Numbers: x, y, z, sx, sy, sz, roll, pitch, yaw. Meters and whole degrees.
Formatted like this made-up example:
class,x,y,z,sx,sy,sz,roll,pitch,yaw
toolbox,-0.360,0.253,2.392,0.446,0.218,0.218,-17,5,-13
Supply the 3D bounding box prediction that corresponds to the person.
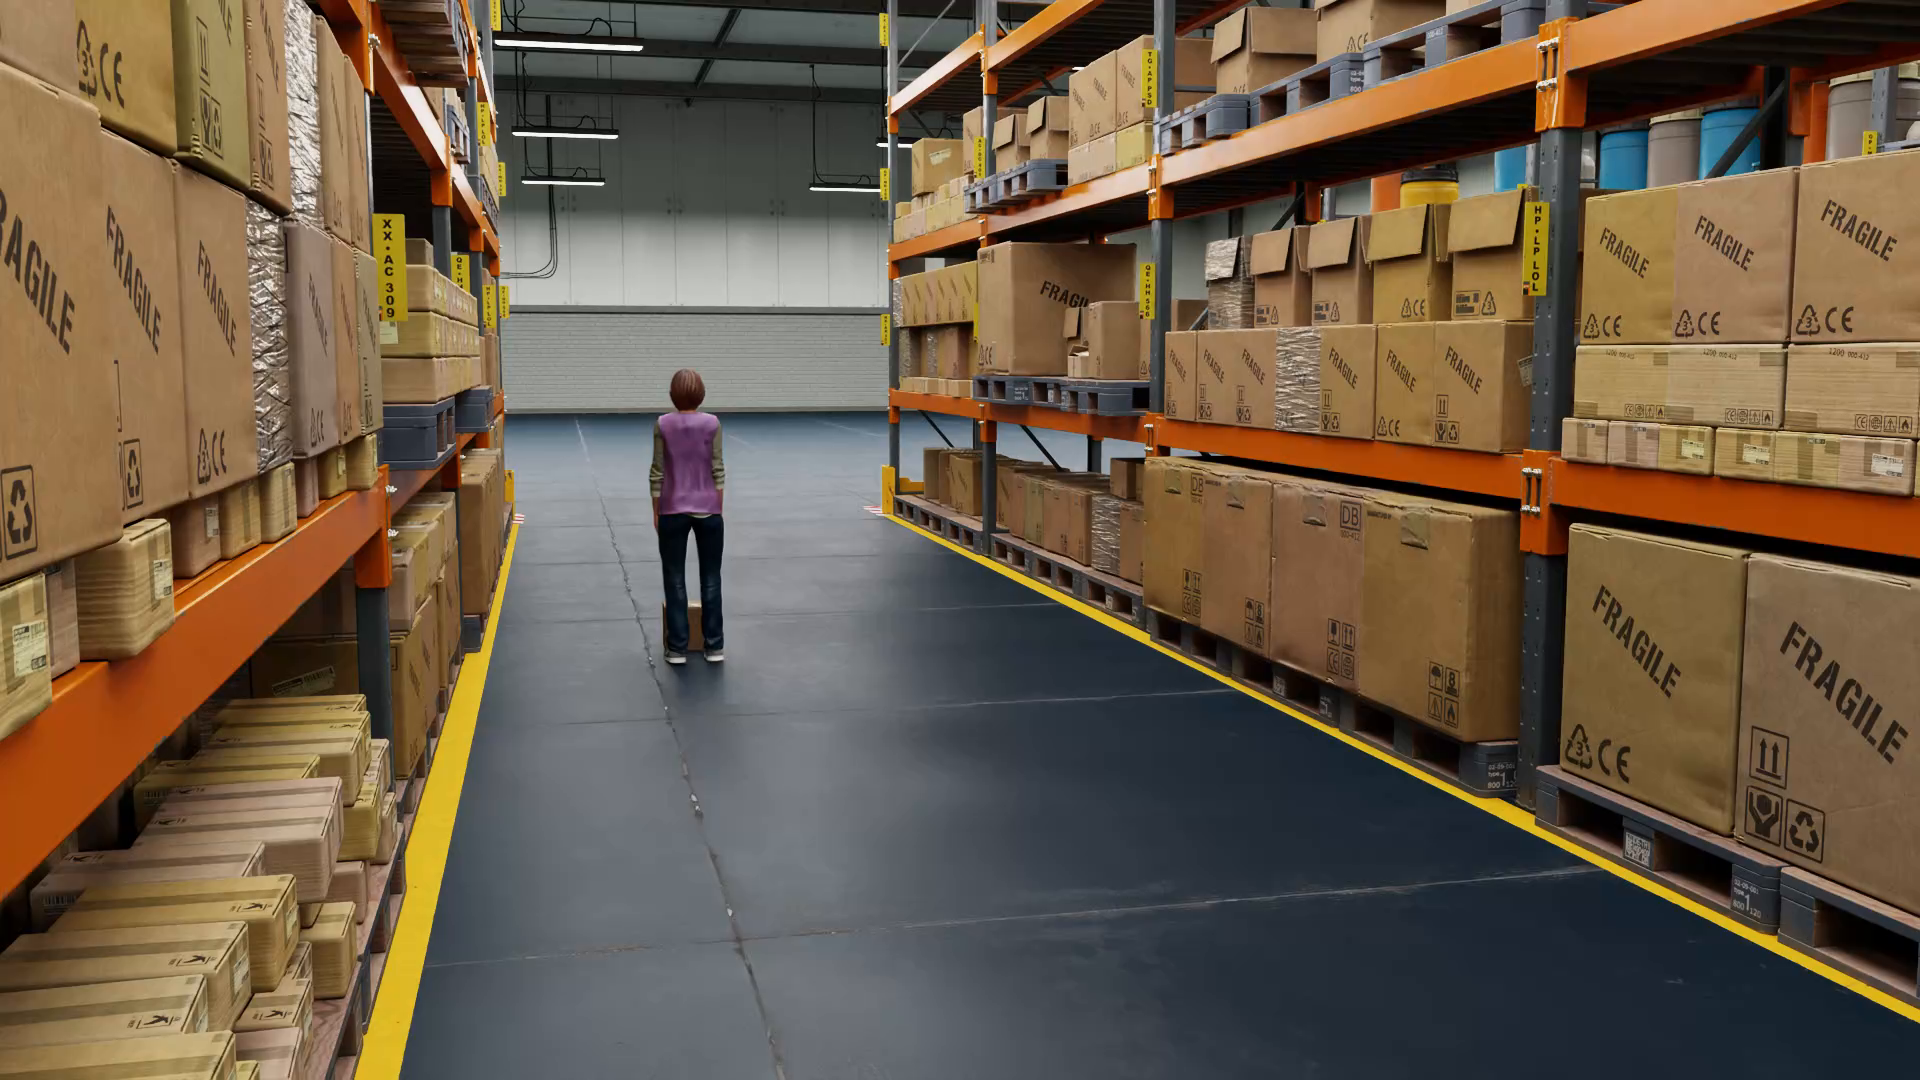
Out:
class,x,y,z,sx,sy,sz,roll,pitch,yaw
person,-1.476,-0.124,9.014,0.406,1.594,0.308,-1,6,-12
